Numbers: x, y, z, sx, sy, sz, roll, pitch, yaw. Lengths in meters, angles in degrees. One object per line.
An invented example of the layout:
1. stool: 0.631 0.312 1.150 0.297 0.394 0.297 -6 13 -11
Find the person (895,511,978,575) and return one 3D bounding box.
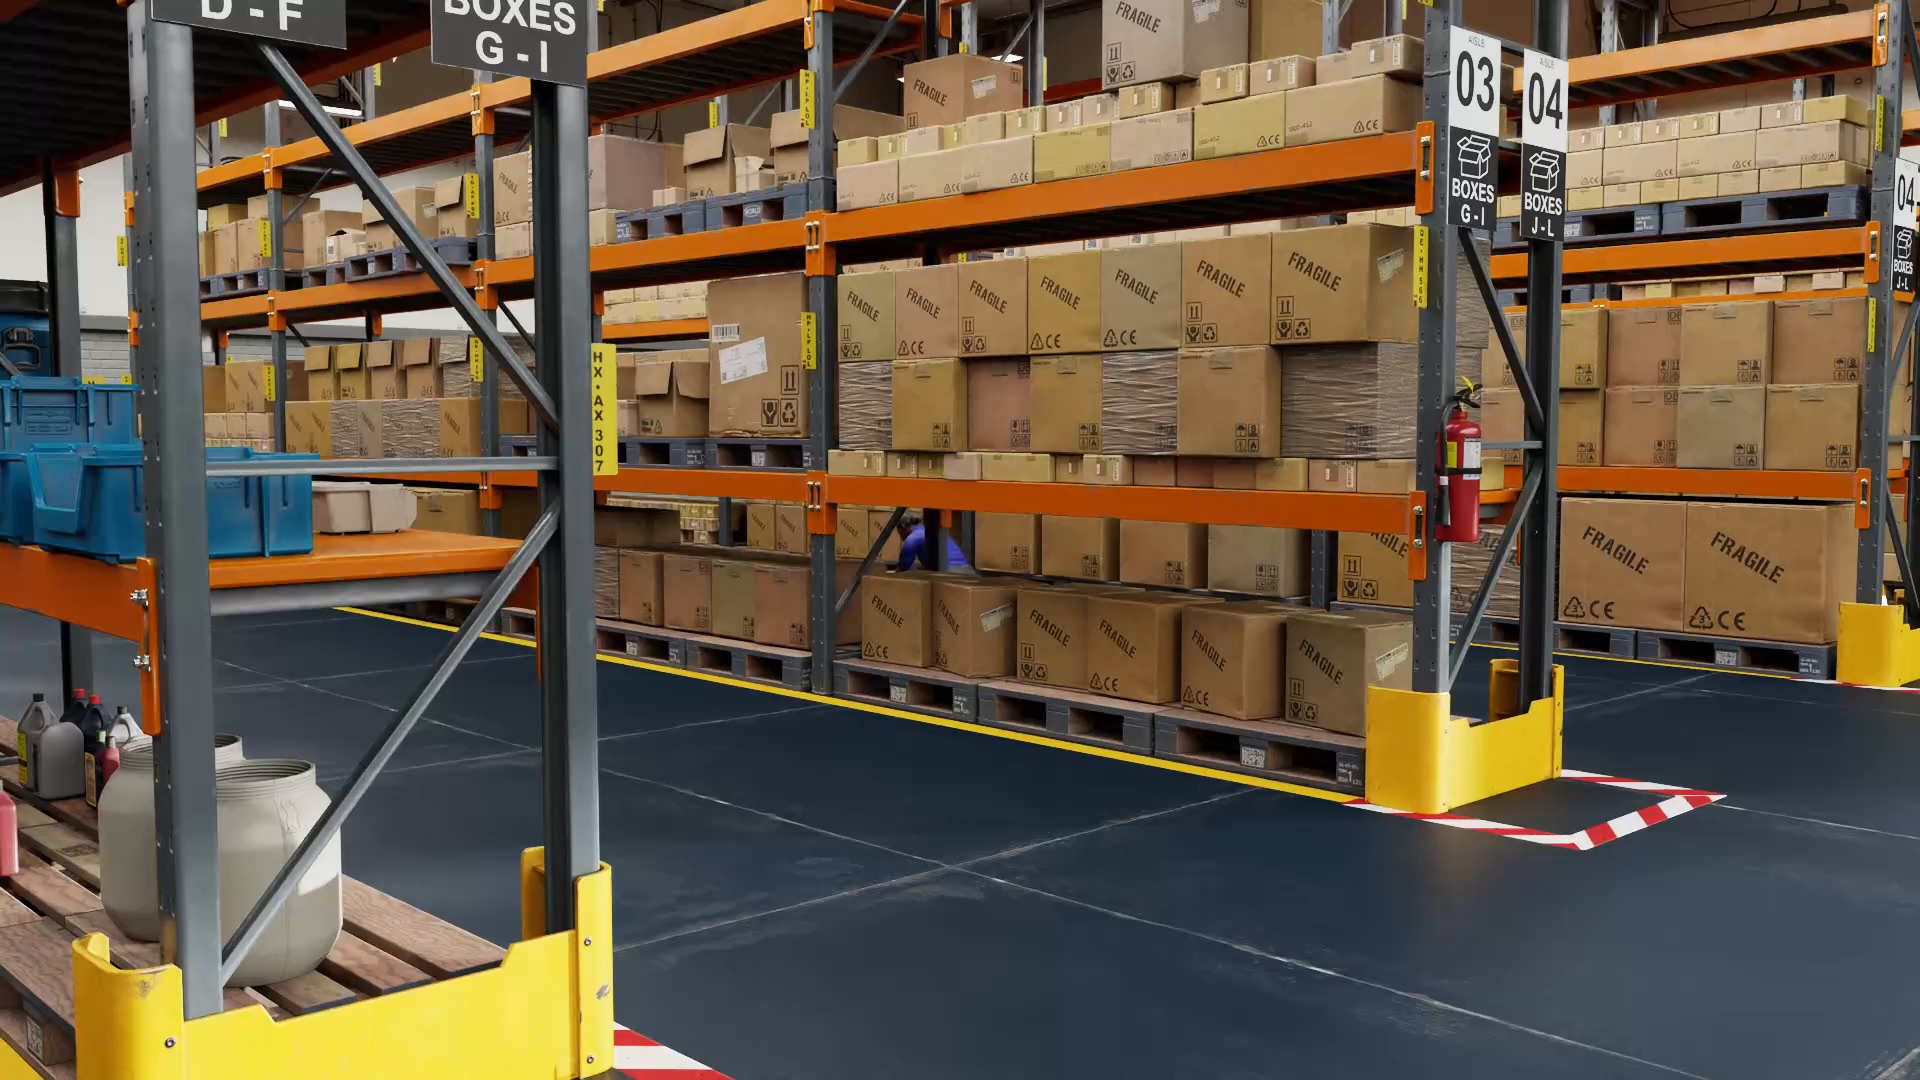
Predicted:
1. person: -0.227 0.255 12.686 0.468 0.942 0.844 -4 6 -45
